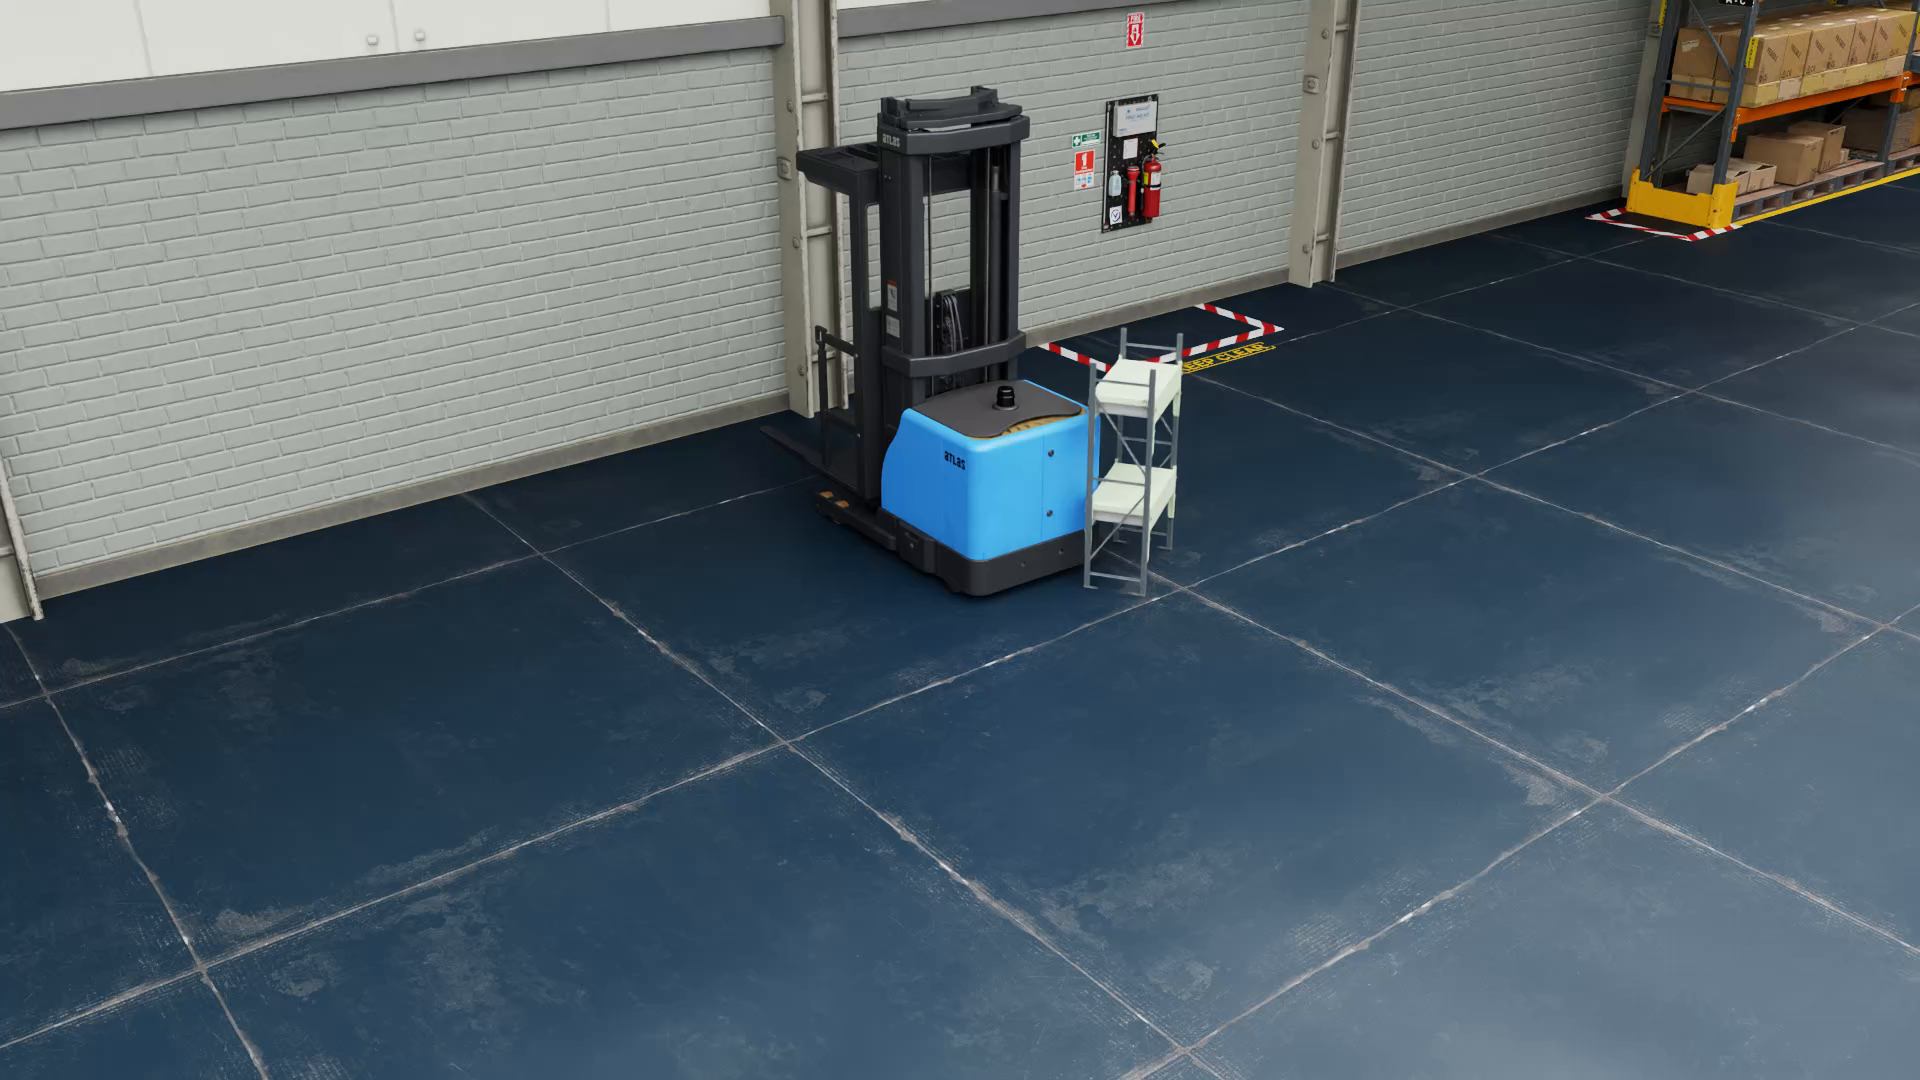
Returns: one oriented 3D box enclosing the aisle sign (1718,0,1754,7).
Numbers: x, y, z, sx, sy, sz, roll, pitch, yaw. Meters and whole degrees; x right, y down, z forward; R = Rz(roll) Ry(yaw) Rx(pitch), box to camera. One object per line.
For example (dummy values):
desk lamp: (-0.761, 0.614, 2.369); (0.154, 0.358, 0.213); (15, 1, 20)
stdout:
aisle sign: (8.399, -6.150, 17.849); (0.004, 0.787, 0.394); (-18, 31, -34)

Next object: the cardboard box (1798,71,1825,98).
cardboard box: (9.655, -5.321, 19.307); (0.500, 0.250, 0.500); (-19, 31, -35)

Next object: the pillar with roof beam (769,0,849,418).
pillar with roof beam: (1.501, -3.735, 8.608); (0.400, 9.000, 9.100); (-18, 31, -34)

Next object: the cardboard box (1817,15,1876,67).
cardboard box: (10.445, -5.925, 19.716); (0.500, 0.500, 0.500); (-19, 31, -35)

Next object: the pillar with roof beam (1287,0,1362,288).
pillar with roof beam: (6.223, -5.293, 11.966); (0.400, 9.000, 9.100); (-18, 31, -34)

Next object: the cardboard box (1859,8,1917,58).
cardboard box: (11.237, -6.184, 20.274); (0.500, 0.500, 0.500); (-18, 31, -34)

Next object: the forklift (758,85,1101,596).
forklift: (-0.368, -1.544, 11.095); (1.130, 2.935, 3.031); (-17, 30, -32)

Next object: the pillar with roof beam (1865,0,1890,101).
pillar with roof beam: (15.666, -8.411, 18.683); (0.400, 9.000, 9.100); (-18, 31, -34)

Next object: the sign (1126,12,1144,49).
sign: (1.530, -4.451, 14.525); (0.199, 0.298, 0.001); (-18, 31, -34)

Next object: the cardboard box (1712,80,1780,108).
cardboard box: (8.851, -5.051, 18.725); (0.500, 0.250, 0.500); (-19, 31, -35)

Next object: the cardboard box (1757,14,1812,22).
cardboard box: (9.713, -5.957, 19.785); (0.500, 0.500, 0.500); (-18, 30, -33)

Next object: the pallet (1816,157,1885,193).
pallet: (10.912, -4.677, 21.076); (1.213, 0.211, 1.003); (-18, 31, -34)

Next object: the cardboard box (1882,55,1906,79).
cardboard box: (11.233, -5.845, 20.436); (0.500, 0.250, 0.500); (-18, 30, -34)

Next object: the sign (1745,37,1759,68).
sign: (8.606, -5.301, 18.082); (0.005, 0.325, 0.100); (-18, 31, -34)

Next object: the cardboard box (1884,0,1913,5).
cardboard box: (12.284, -6.636, 21.344); (0.500, 0.500, 0.700); (-15, 29, -29)

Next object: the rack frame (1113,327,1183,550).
rack frame: (1.220, -0.644, 10.854); (0.400, 1.500, 0.023); (8, 26, 18)

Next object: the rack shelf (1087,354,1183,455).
rack shelf: (1.096, -0.853, 10.377); (0.431, 0.370, 0.720); (8, 26, 18)

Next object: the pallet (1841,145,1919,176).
pallet: (12.030, -5.065, 21.914); (1.213, 0.211, 1.003); (-18, 31, -34)

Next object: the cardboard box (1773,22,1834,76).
cardboard box: (9.637, -5.651, 19.127); (0.500, 0.500, 0.500); (-19, 31, -36)

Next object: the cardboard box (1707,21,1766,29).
cardboard box: (8.913, -5.690, 19.211); (0.500, 0.500, 0.500); (-18, 30, -33)

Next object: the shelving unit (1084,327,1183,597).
shelving unit: (1.098, -0.499, 10.541); (0.431, 1.500, 0.755); (8, 26, 18)

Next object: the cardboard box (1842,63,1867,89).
cardboard box: (10.449, -5.583, 19.870); (0.500, 0.250, 0.500); (-18, 31, -34)

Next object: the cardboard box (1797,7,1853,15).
cardboard box: (10.510, -6.223, 20.359); (0.500, 0.500, 0.500); (-18, 31, -34)

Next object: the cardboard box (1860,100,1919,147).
cardboard box: (12.363, -5.541, 22.072); (0.500, 0.500, 0.700); (-19, 31, -35)

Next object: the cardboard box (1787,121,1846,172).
cardboard box: (10.626, -4.910, 20.714); (0.500, 0.500, 0.500); (-21, 32, -38)

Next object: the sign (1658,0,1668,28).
sign: (7.944, -5.946, 18.748); (0.005, 0.325, 0.100); (-18, 31, -34)

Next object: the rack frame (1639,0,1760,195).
rack frame: (8.271, -5.089, 18.651); (0.127, 3.000, 1.000); (-18, 31, -34)

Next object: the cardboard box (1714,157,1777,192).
cardboard box: (9.319, -4.366, 19.767); (0.500, 0.311, 0.500); (-15, 29, -30)

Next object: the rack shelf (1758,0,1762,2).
rack shelf: (9.845, -6.642, 19.291); (4.000, 0.370, 1.077); (-18, 31, -34)

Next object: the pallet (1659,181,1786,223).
pallet: (8.992, -4.043, 19.710); (1.213, 0.211, 1.003); (-18, 31, -34)

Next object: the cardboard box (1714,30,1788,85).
cardboard box: (8.832, -5.394, 18.573); (0.500, 0.500, 0.500); (-18, 31, -34)

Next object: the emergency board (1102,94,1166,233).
emergency board: (1.598, -3.369, 14.946); (0.643, 1.169, 0.194); (-18, 31, -34)

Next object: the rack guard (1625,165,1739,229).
rack guard: (8.330, -3.974, 19.220); (0.348, 0.500, 1.175); (-18, 31, -34)
